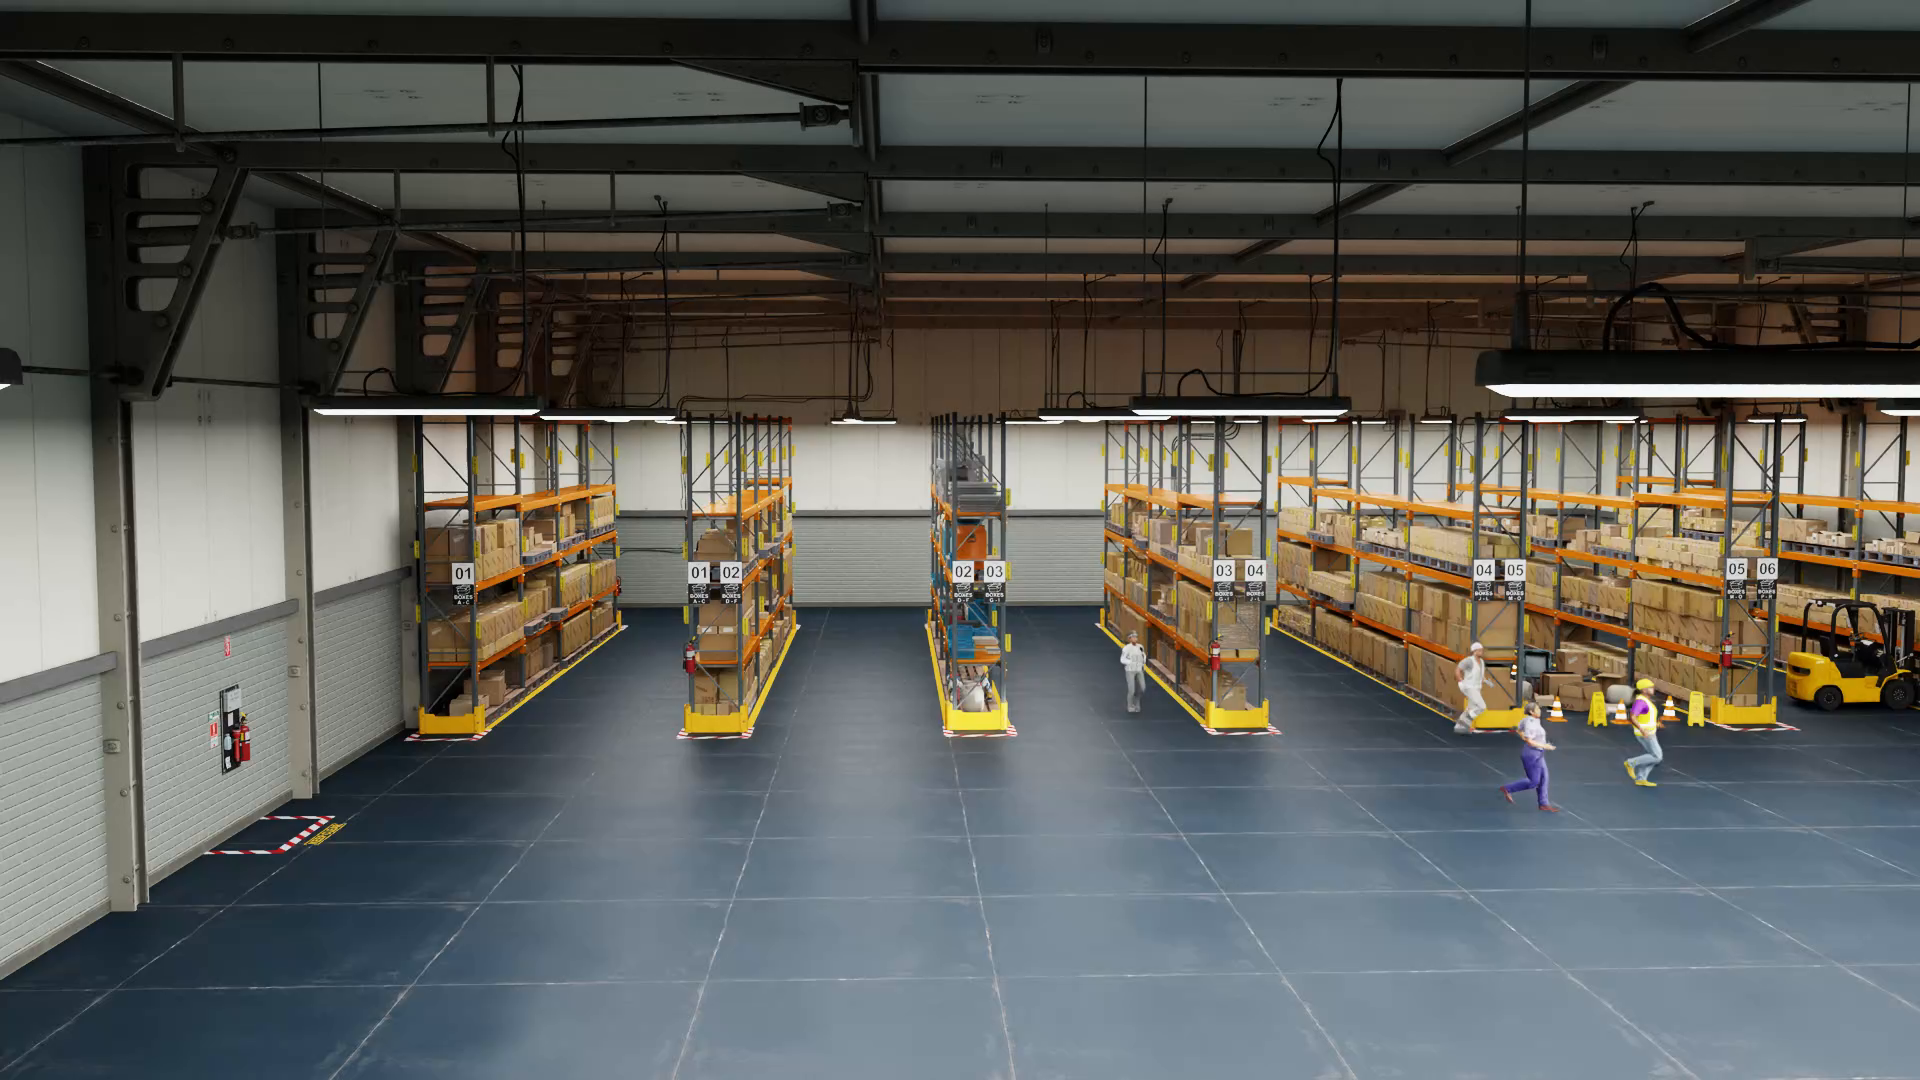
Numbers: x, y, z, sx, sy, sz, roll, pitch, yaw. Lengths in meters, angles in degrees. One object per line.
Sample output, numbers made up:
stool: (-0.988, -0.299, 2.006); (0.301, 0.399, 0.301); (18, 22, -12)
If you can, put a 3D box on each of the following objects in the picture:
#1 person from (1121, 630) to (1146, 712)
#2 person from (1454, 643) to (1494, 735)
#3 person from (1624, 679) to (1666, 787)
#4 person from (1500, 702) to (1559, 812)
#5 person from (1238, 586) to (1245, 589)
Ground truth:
person: (3.506, 2.623, 33.168); (0.591, 1.656, 0.599); (-1, 4, -14)
person: (9.508, 2.747, 30.775); (0.585, 1.712, 0.731); (-4, 5, -45)
person: (10.904, 3.064, 26.461); (0.584, 1.717, 0.703); (2, 4, 29)
person: (8.489, 3.231, 24.746); (0.849, 1.633, 0.607); (1, 4, 18)
person: (8.265, 1.550, 48.551); (0.674, 1.789, 0.714); (-2, 4, -29)
